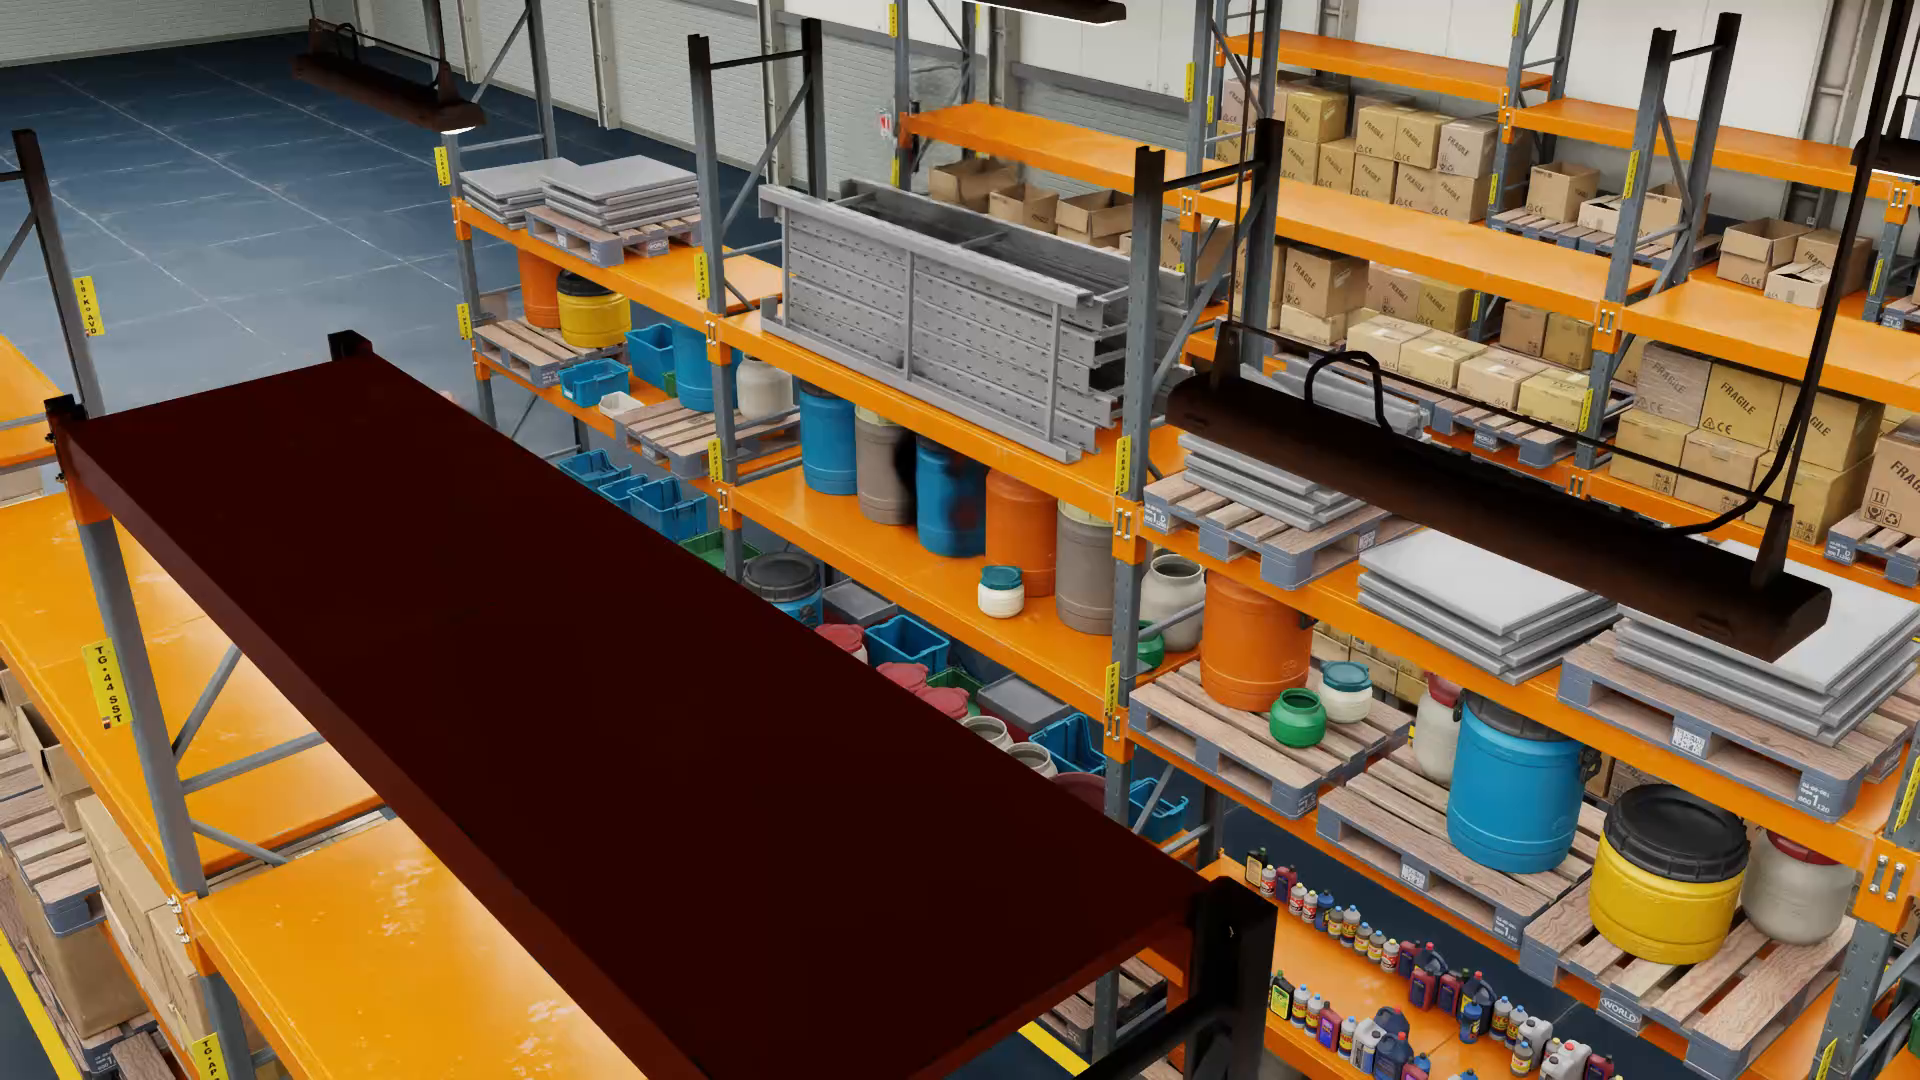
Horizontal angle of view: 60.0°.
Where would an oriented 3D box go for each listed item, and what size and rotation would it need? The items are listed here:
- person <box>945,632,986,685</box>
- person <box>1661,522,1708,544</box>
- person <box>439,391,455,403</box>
[{"bbox_3d":[-0.001,0.631,14.547,0.733,1.642,0.510,24,36,39],"label":"person"},{"bbox_3d":[6.772,0.116,15.427,0.610,1.694,0.860,-22,34,-36],"label":"person"},{"bbox_3d":[-5.249,-0.727,17.127,0.634,1.716,0.662,-2,27,-4],"label":"person"}]
